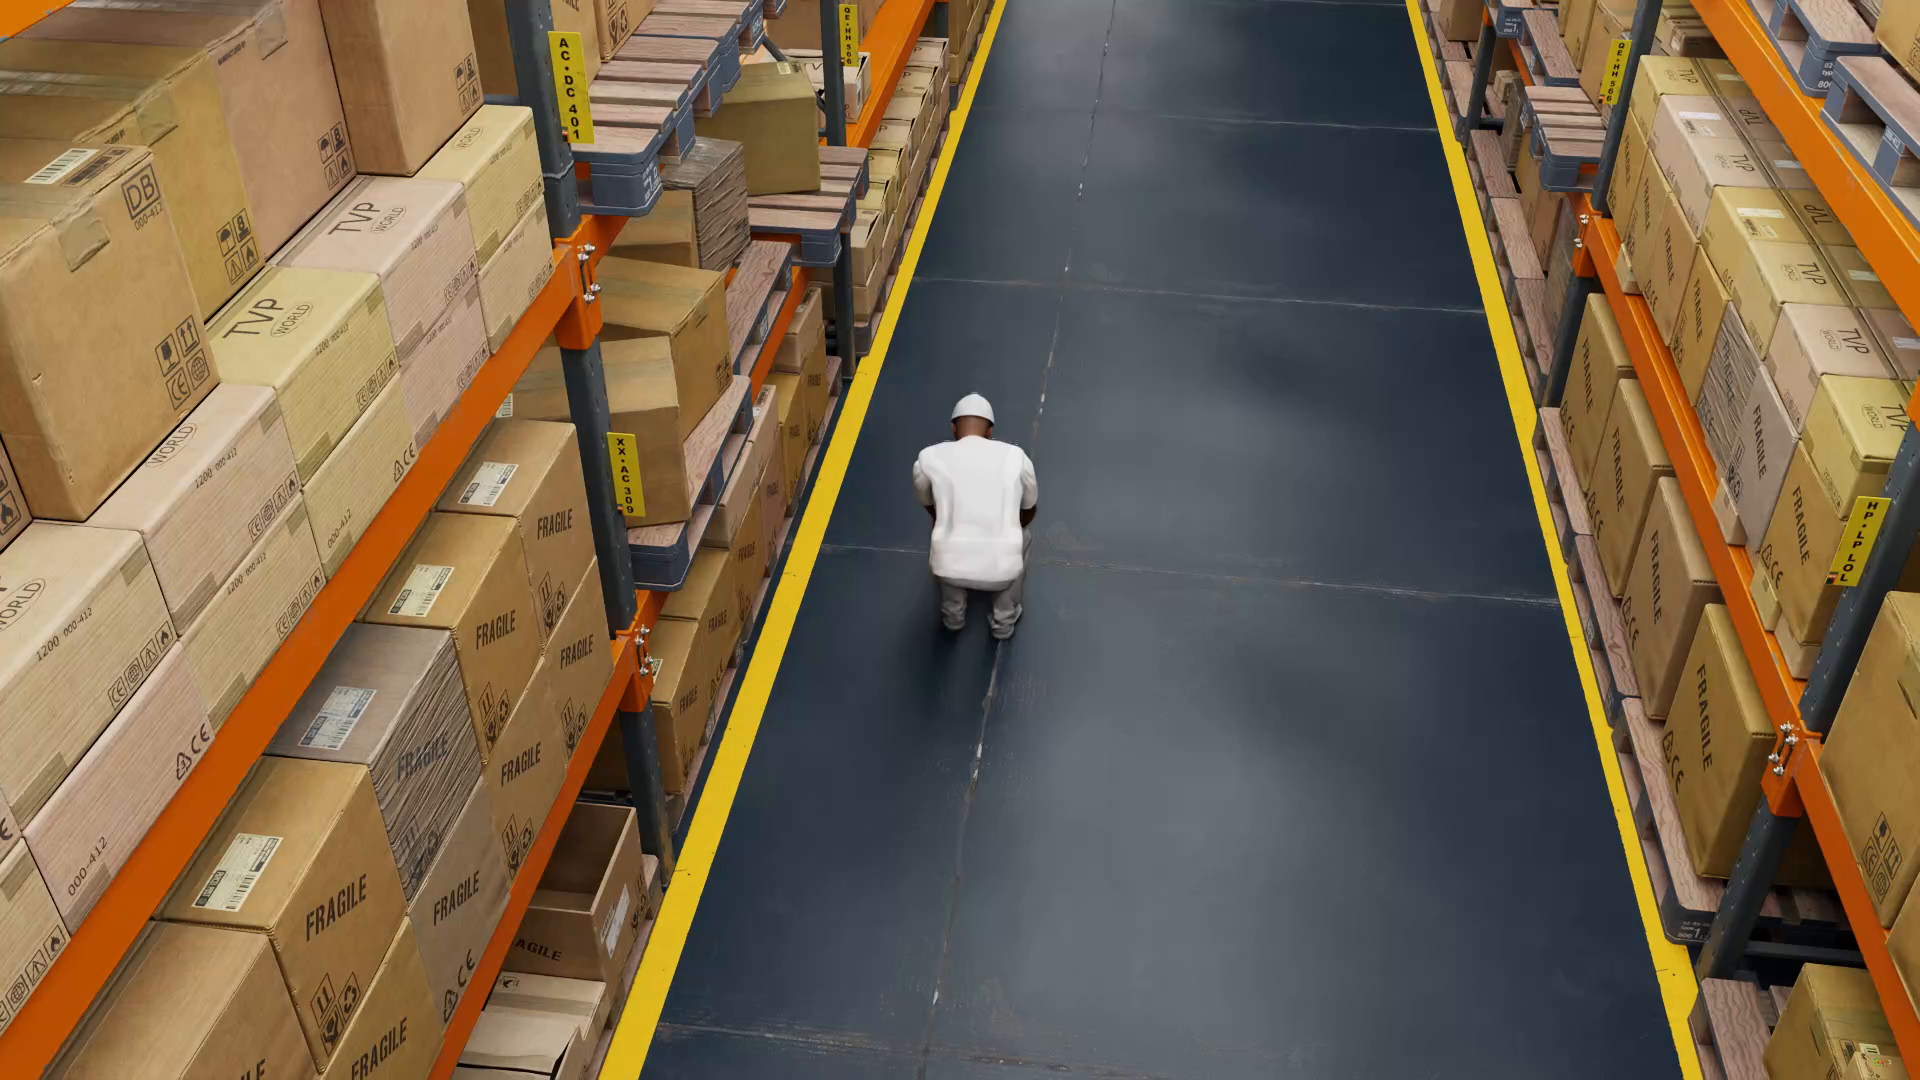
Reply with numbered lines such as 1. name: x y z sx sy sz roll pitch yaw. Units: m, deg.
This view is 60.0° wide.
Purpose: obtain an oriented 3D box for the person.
1. person: 0.062 -0.095 7.809 0.586 1.001 0.894 4 36 5
